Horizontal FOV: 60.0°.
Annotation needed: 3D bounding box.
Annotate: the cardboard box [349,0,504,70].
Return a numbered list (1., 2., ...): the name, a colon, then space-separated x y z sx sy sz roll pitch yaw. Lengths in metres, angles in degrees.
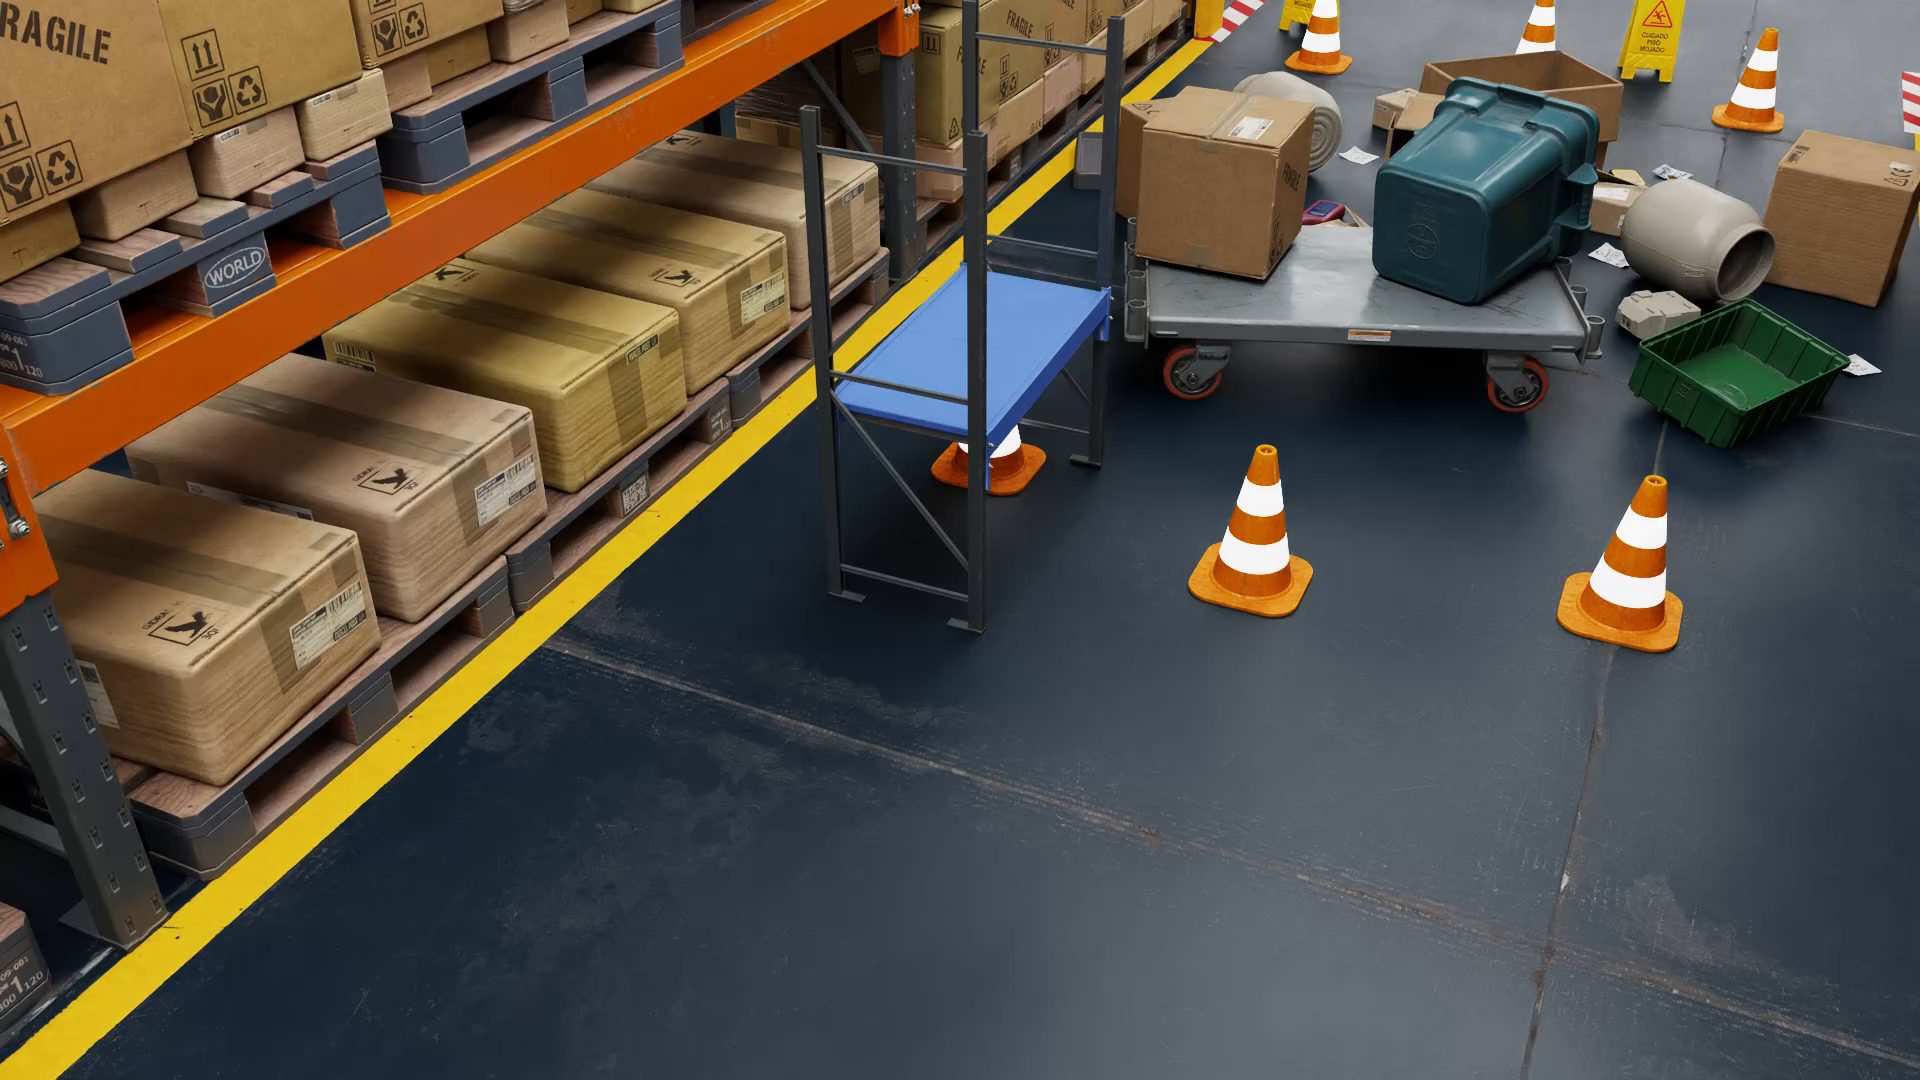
1. cardboard box: -1.502 -1.493 4.045 0.500 0.500 0.500 15 36 21

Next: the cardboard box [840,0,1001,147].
1. cardboard box: -0.163 -2.016 7.030 0.500 0.500 0.500 16 36 23

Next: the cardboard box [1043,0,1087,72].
1. cardboard box: 0.269 -2.543 7.834 0.500 0.500 0.500 16 37 23

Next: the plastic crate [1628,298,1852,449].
1. plastic crate: 2.766 -0.595 5.933 0.662 0.188 0.450 -21 49 -29

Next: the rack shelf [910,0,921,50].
1. rack shelf: 0.182 -3.140 7.959 1.077 0.370 4.000 14 36 20

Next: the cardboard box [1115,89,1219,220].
1. cardboard box: 1.029 -1.622 7.265 0.500 0.500 0.500 -15 36 -21

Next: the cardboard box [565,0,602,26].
1. cardboard box: -1.263 -1.583 4.775 0.380 0.149 0.250 13 35 19

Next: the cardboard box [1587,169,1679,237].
1. cardboard box: 2.930 -1.495 7.287 0.396 0.266 0.258 21 39 28

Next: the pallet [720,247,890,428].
1. pallet: -0.979 -0.890 6.416 1.003 0.211 1.213 14 36 20

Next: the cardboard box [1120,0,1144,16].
1. cardboard box: 0.705 -3.057 8.617 0.500 0.500 0.500 16 36 22

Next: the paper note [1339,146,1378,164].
1. paper note: 1.940 -1.874 8.091 0.148 0.019 0.142 29 43 36

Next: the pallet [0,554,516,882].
1. pallet: -2.000 0.325 4.562 1.003 0.211 1.213 14 36 20

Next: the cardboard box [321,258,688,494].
1. cardboard box: -1.459 -0.554 5.373 0.950 0.372 0.625 15 36 22

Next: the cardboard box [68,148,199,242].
1. cardboard box: -1.875 -0.775 3.543 0.380 0.149 0.250 12 35 18

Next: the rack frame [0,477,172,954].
1. rack frame: -2.328 -0.453 3.205 1.000 3.000 0.127 14 36 20

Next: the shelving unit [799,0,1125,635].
1. shelving unit: 0.041 -0.671 4.892 0.538 1.500 1.048 14 36 20

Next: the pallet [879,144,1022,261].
1. pallet: -0.406 -1.621 7.530 1.003 0.211 1.213 14 36 20

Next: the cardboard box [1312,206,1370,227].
1. cardboard box: 1.635 -1.215 6.860 0.258 0.266 0.396 -9 34 -13

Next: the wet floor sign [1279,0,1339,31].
1. wet floor sign: 2.070 -3.301 9.696 0.267 0.644 0.232 29 43 36

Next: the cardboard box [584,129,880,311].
1. cardboard box: -0.872 -1.260 6.449 0.950 0.372 0.625 15 36 21

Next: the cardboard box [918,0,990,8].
1. cardboard box: -0.056 -2.336 6.926 0.380 0.149 0.250 15 36 21

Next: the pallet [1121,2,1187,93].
1. pallet: 0.615 -2.836 9.383 1.003 0.211 1.213 14 36 20

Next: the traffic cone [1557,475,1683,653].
1. traffic cone: 1.951 0.023 4.793 0.336 0.463 0.334 14 36 20

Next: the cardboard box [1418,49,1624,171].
1. cardboard box: 2.583 -1.937 7.746 0.797 0.503 0.637 -9 34 -13

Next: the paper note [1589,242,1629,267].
1. paper note: 2.790 -1.211 7.076 0.172 0.023 0.155 29 43 36

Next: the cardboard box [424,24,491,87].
1. cardboard box: -1.472 -1.321 4.375 0.380 0.149 0.250 16 36 22

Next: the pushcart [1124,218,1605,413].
1. pushcart: 1.437 -0.850 6.202 1.648 0.377 0.936 3 33 4

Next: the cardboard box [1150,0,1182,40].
1. cardboard box: 0.915 -2.986 9.193 0.500 0.250 0.500 14 36 20

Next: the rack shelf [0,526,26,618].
1. rack shelf: -3.165 0.844 1.883 1.077 0.370 4.000 14 36 20

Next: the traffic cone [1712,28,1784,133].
1. traffic cone: 4.045 -2.352 8.415 0.336 0.463 0.334 14 36 20

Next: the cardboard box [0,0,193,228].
1. cardboard box: -1.930 -0.965 3.241 0.500 0.500 0.500 13 35 19

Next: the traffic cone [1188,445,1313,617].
1. traffic cone: 0.885 -0.071 4.937 0.336 0.463 0.334 14 36 20

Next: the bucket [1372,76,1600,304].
1. bucket: 1.846 -1.223 5.978 0.726 0.611 0.620 29 53 36

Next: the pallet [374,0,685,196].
1. pallet: -1.537 -1.368 4.775 1.003 0.211 1.213 14 36 20

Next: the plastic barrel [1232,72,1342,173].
1. plastic barrel: 1.530 -1.983 7.889 0.421 0.421 0.512 -15 36 -21

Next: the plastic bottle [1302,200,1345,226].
1. plastic bottle: 1.589 -1.428 7.373 0.133 0.061 0.283 21 39 28

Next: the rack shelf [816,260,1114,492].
1. rack shelf: 0.042 -0.521 4.992 0.538 0.185 1.000 14 36 20

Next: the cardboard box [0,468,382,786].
1. cardboard box: -2.083 0.192 4.236 0.950 0.372 0.625 12 35 17

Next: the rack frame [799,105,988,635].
1. rack frame: -0.164 -0.409 4.506 0.500 1.500 0.032 14 36 20

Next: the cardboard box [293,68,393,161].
1. cardboard box: -1.584 -1.033 3.937 0.380 0.149 0.250 14 36 21

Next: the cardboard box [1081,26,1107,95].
1. cardboard box: 0.487 -2.480 8.422 0.500 0.250 0.500 13 35 19

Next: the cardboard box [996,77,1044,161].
1. cardboard box: 0.050 -1.971 7.645 0.500 0.250 0.500 16 37 23
